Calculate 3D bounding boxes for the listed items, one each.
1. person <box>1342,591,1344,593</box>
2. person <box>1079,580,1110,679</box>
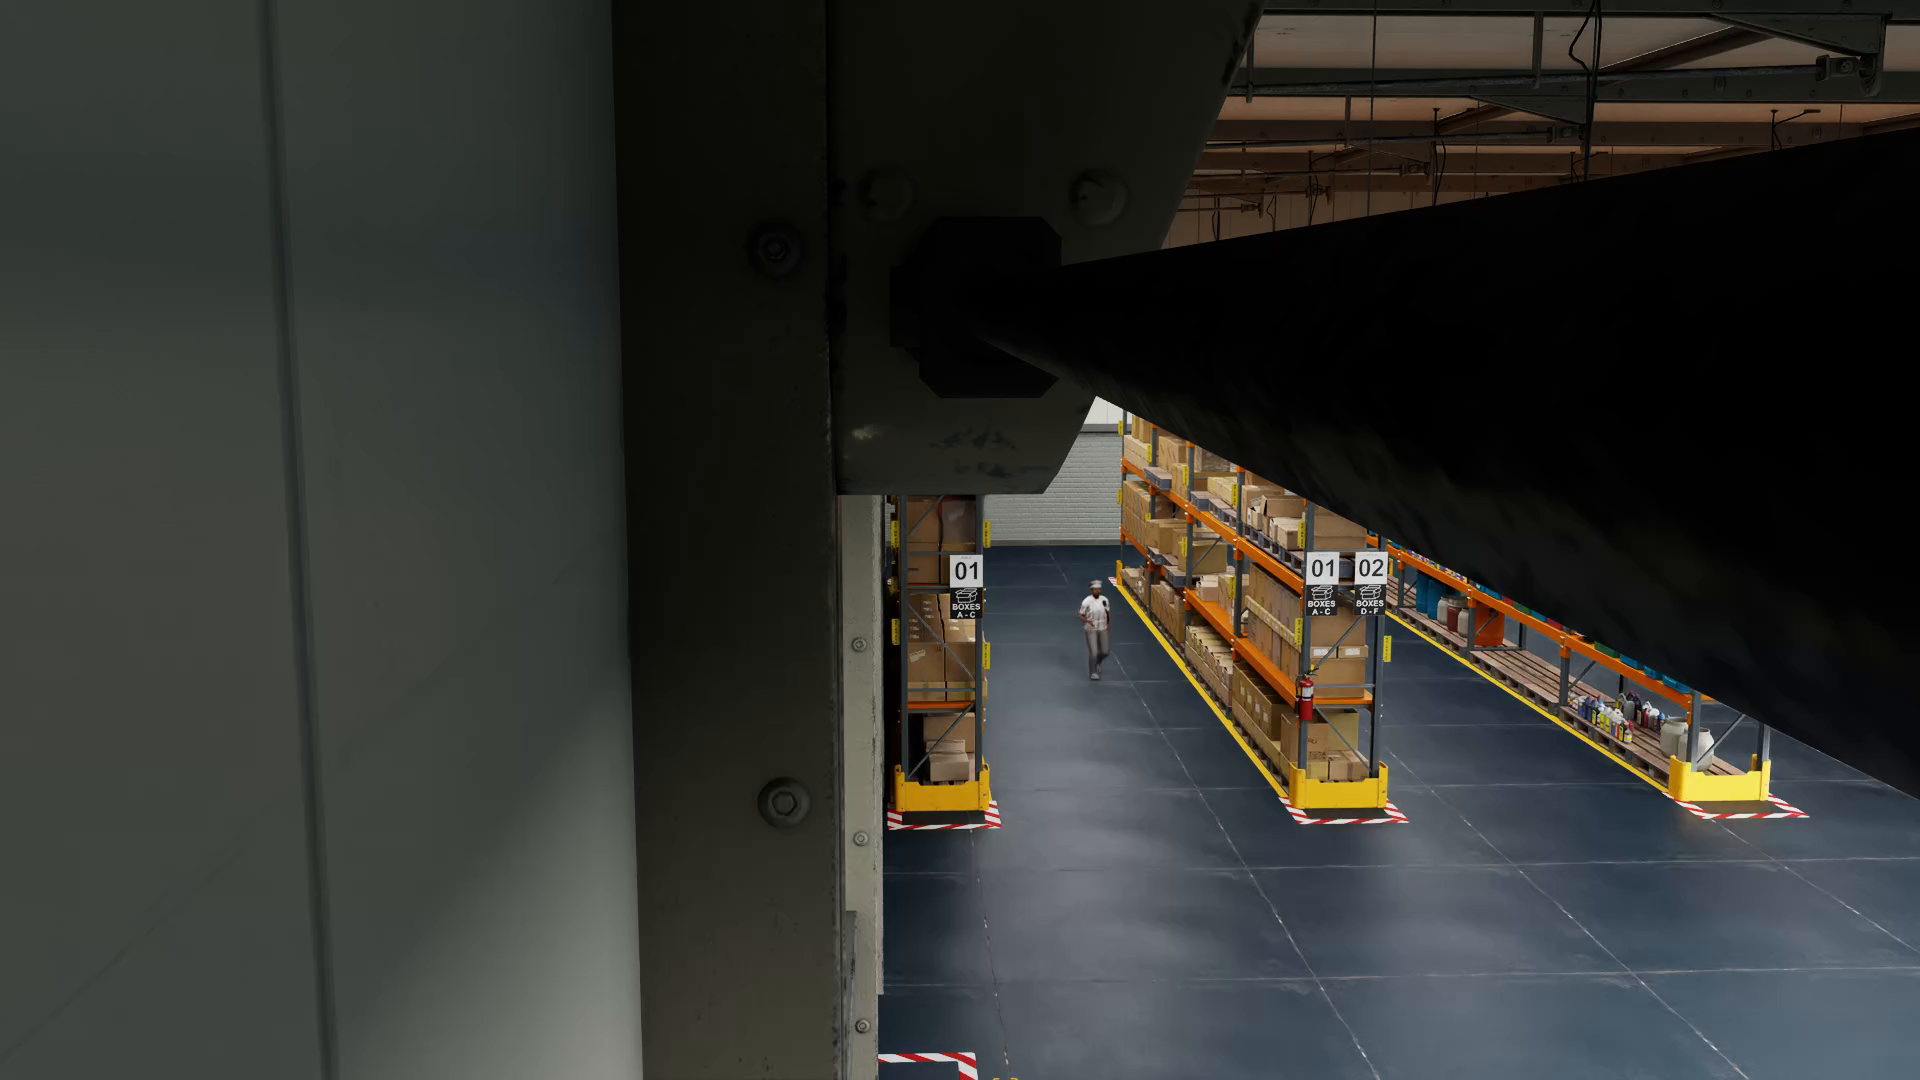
[{"bbox_3d":[6.666,1.167,29.741,0.528,1.635,0.746,-2,9,-12],"label":"person"},{"bbox_3d":[2.257,1.478,27.414,0.570,1.654,0.568,-2,9,-13],"label":"person"}]
